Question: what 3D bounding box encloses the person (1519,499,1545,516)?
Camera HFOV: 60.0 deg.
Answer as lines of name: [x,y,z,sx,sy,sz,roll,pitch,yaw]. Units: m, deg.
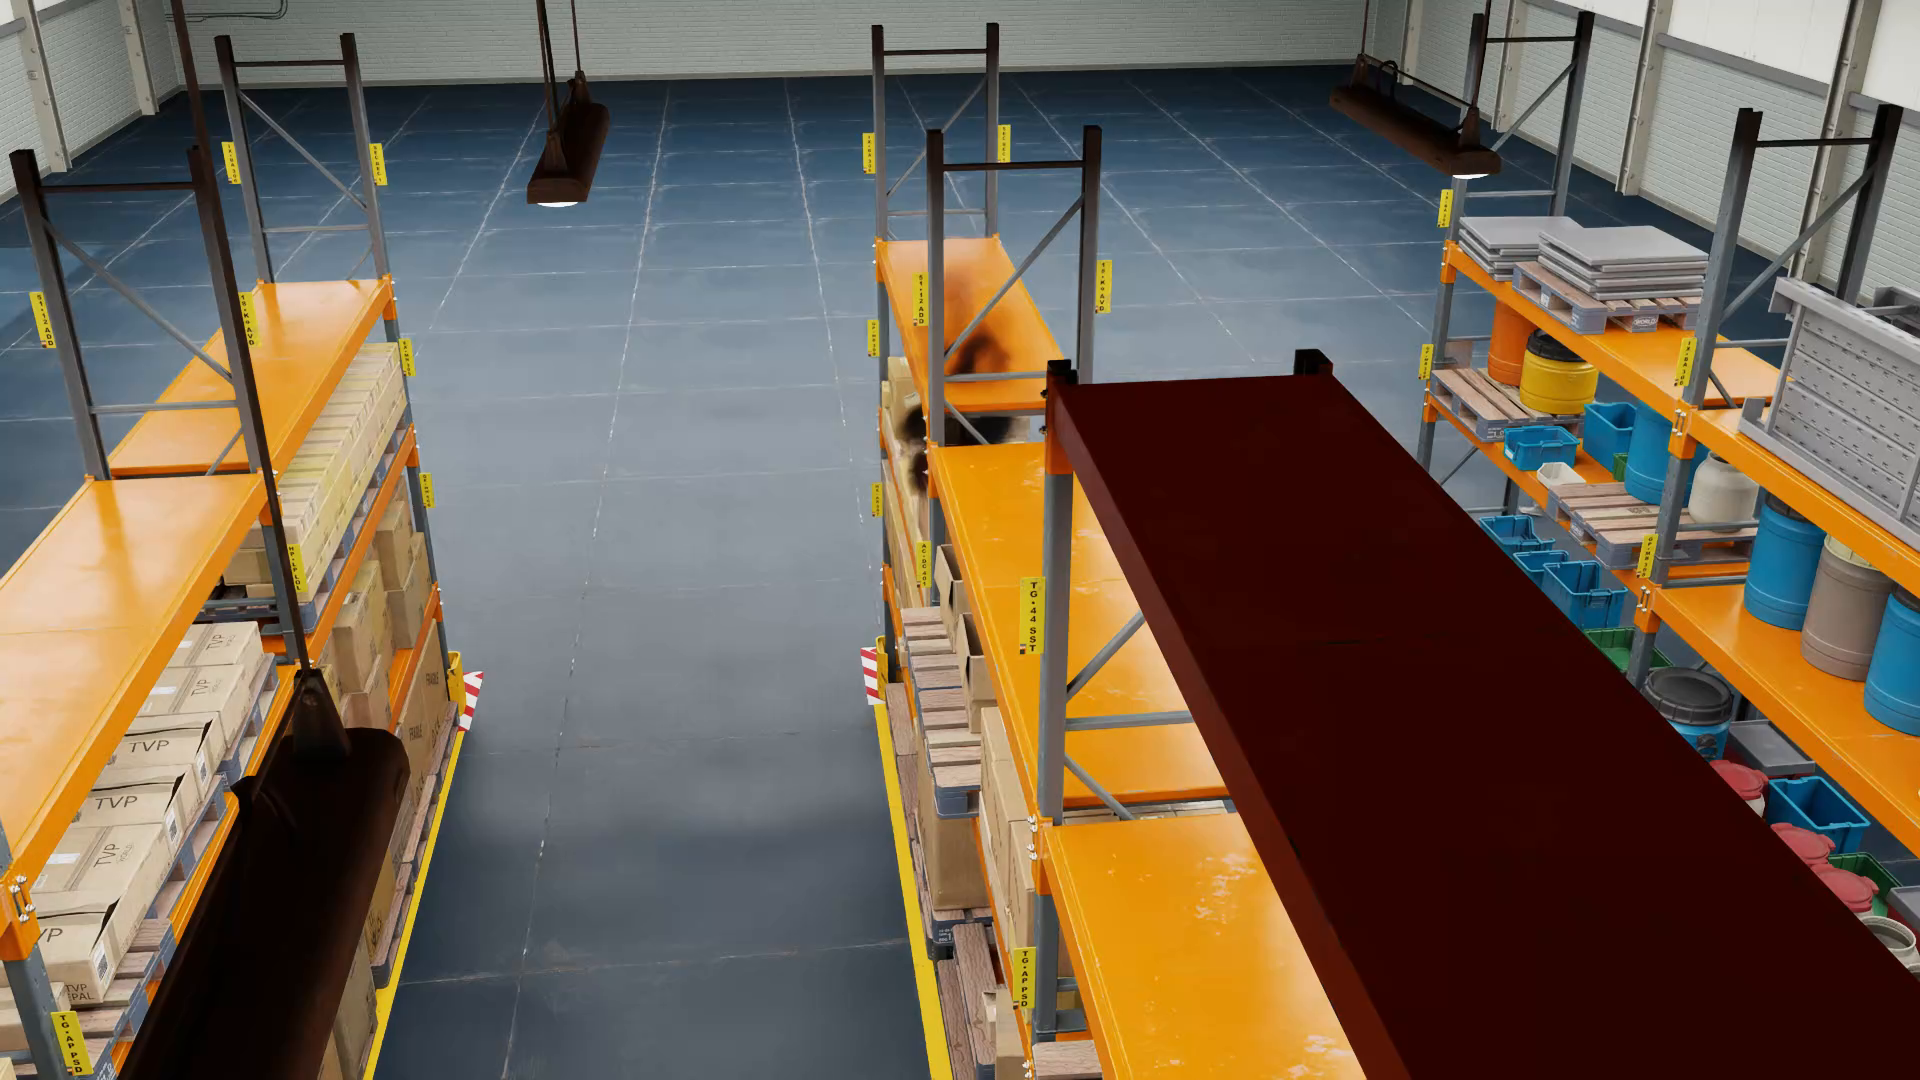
person: [6.677,-1.026,18.746,0.617,1.669,0.592,13,28,25]
